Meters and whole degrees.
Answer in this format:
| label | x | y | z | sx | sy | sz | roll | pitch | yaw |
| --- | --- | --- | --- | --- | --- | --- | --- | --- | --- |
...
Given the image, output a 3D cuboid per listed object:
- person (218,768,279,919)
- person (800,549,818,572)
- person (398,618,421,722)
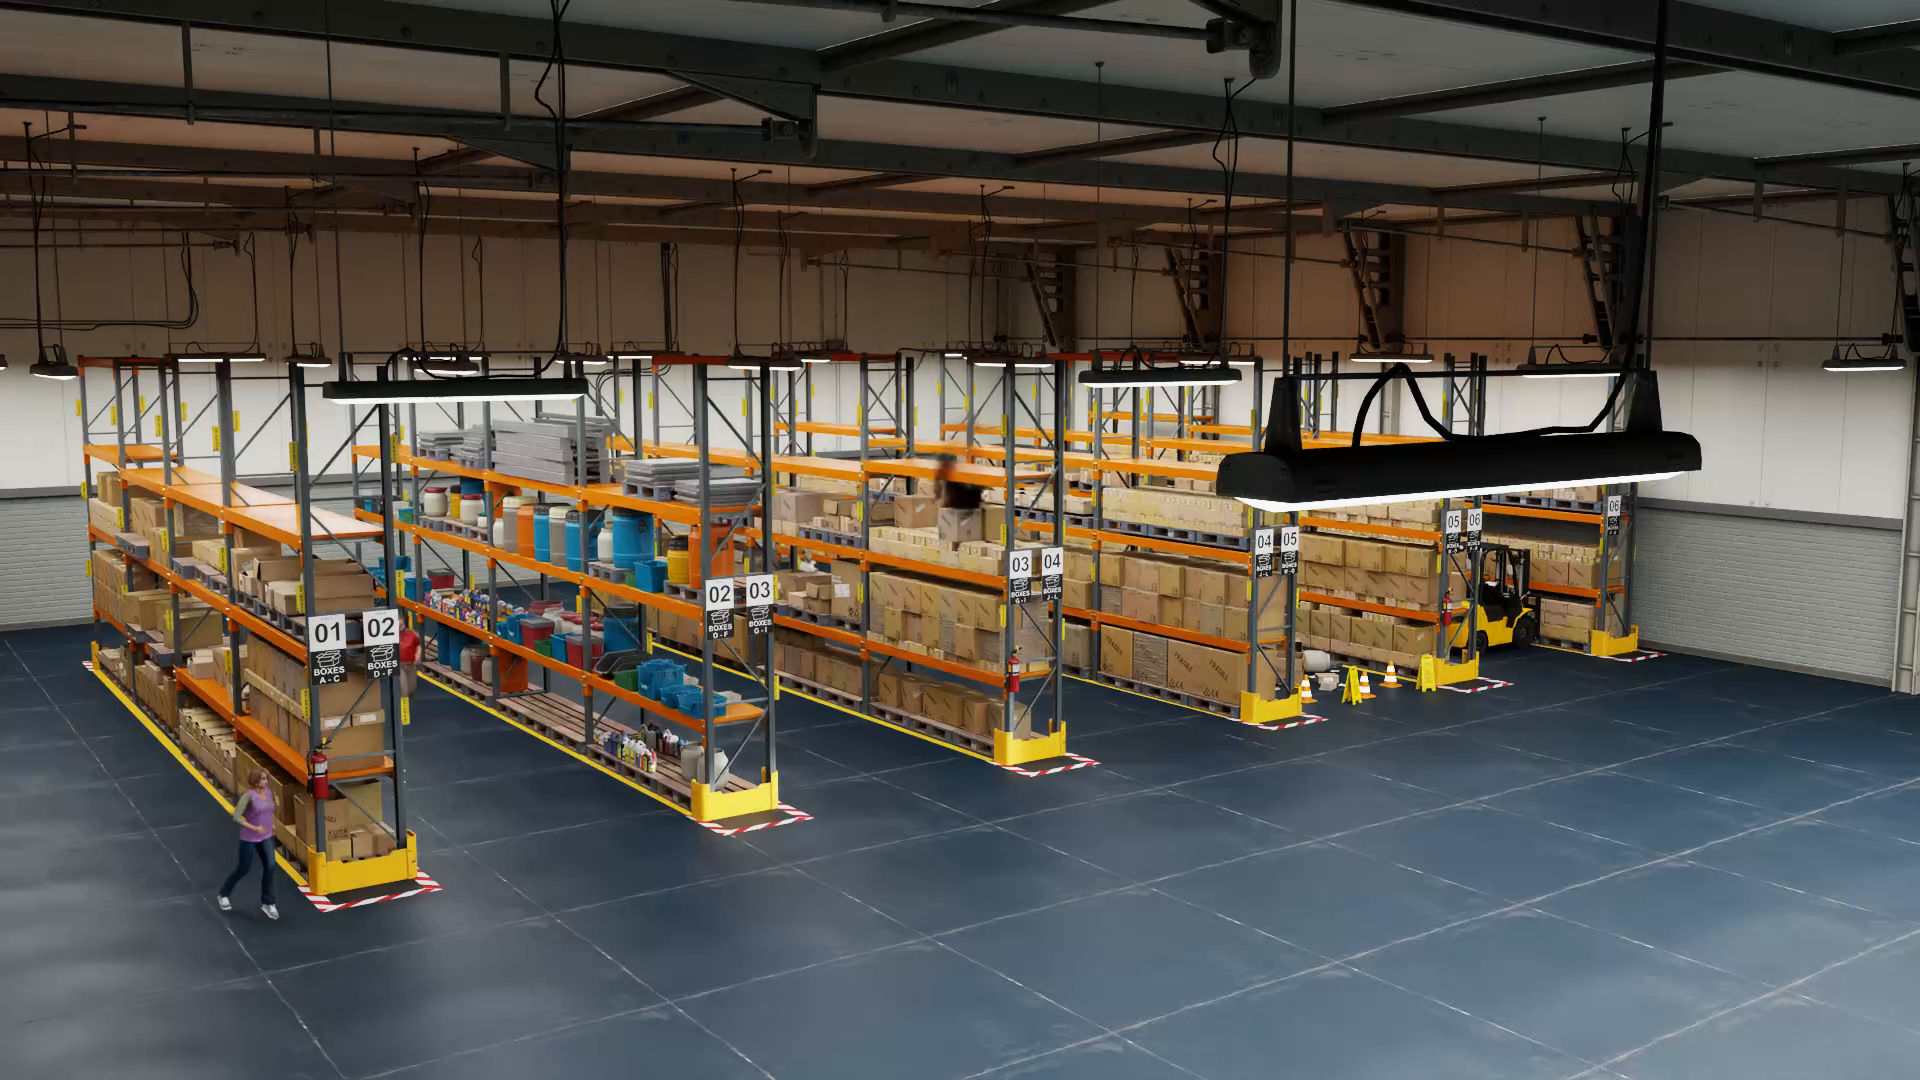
| label | x | y | z | sx | sy | sz | roll | pitch | yaw |
| --- | --- | --- | --- | --- | --- | --- | --- | --- | --- |
| person | -7.766 | 3.320 | 18.382 | 0.817 | 1.593 | 0.609 | 4 | 8 | 28 |
| person | -3.367 | 1.040 | 36.740 | 0.620 | 1.728 | 0.926 | -4 | 8 | -30 |
| person | -9.295 | 2.146 | 27.718 | 0.657 | 1.717 | 0.719 | -5 | 8 | -33 |
